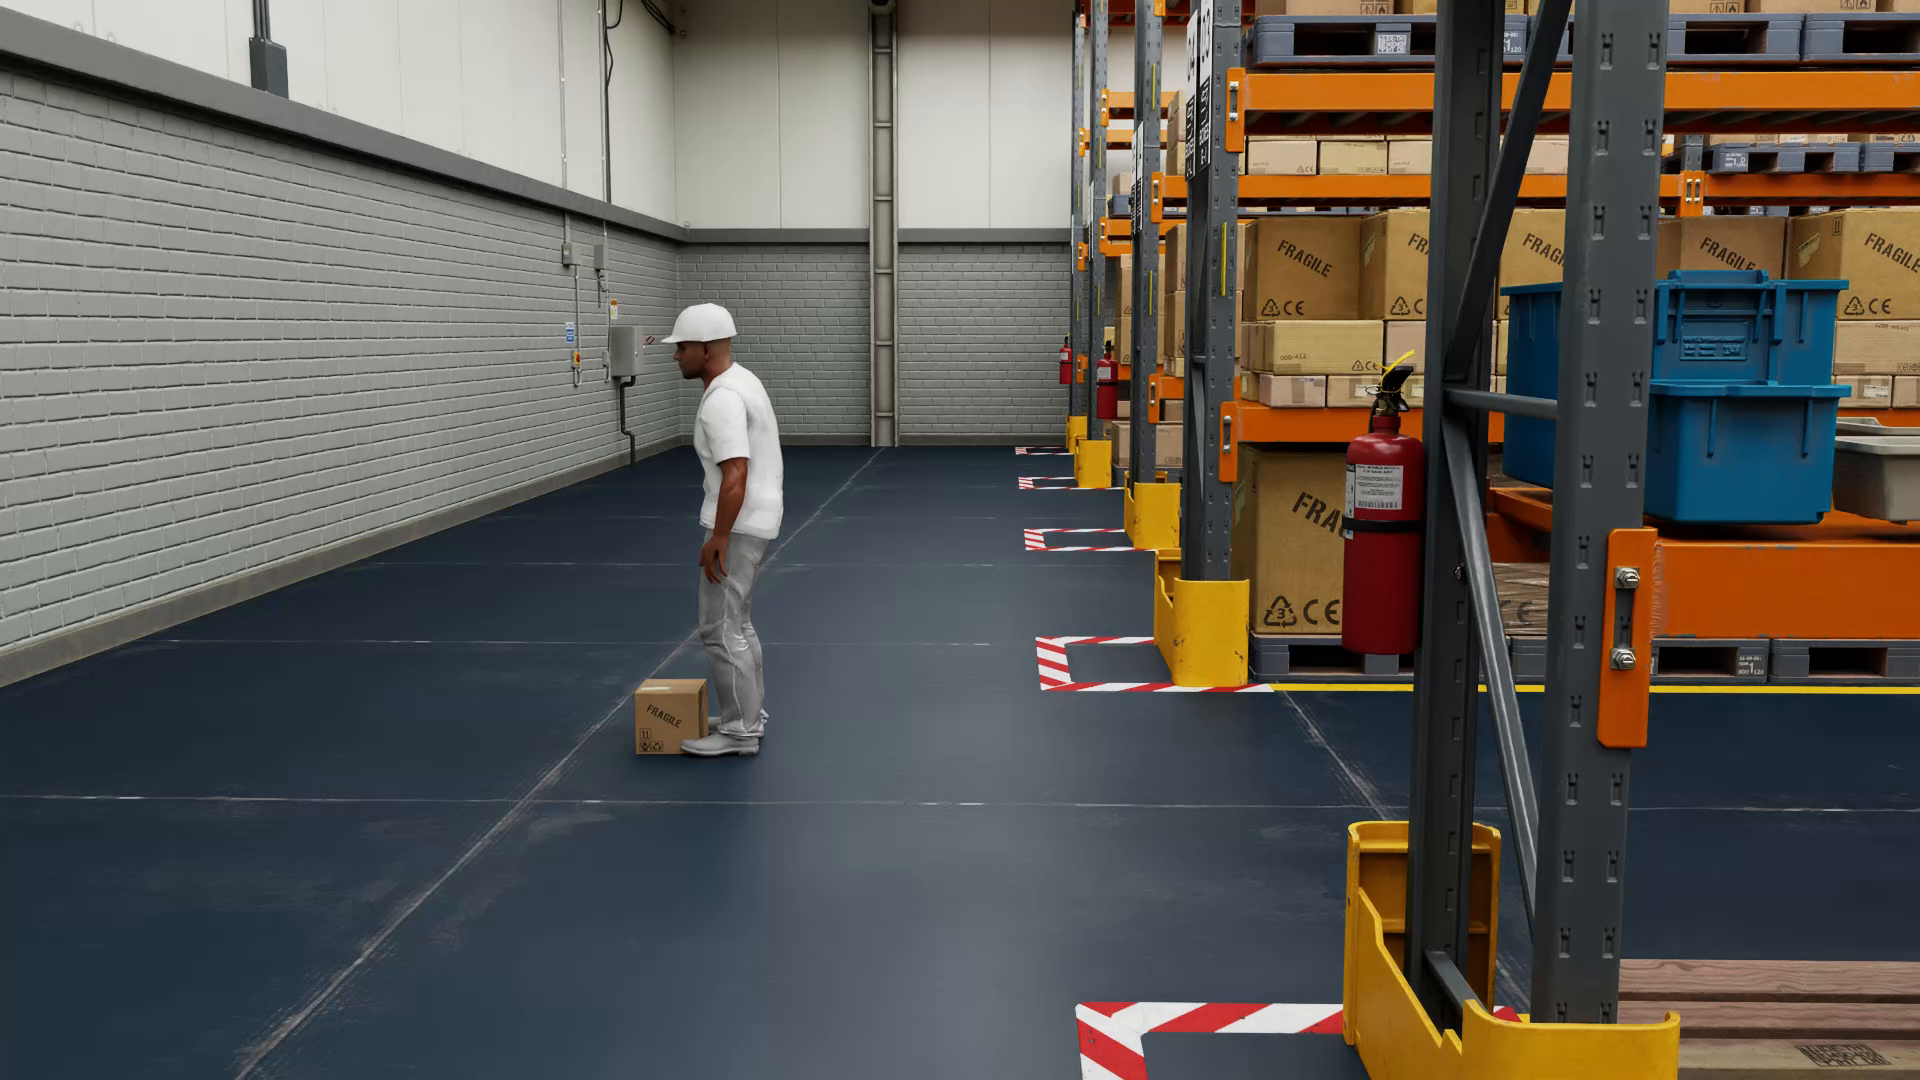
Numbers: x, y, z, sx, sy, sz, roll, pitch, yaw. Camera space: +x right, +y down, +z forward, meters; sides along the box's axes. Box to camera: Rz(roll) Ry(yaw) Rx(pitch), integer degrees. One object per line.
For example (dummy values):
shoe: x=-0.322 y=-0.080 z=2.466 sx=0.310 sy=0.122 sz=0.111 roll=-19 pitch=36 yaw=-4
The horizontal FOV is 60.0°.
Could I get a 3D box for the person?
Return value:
person: x=-0.924 y=-0.043 z=6.541 sx=0.461 sy=1.759 sz=0.634 roll=0 pitch=7 yaw=-2
